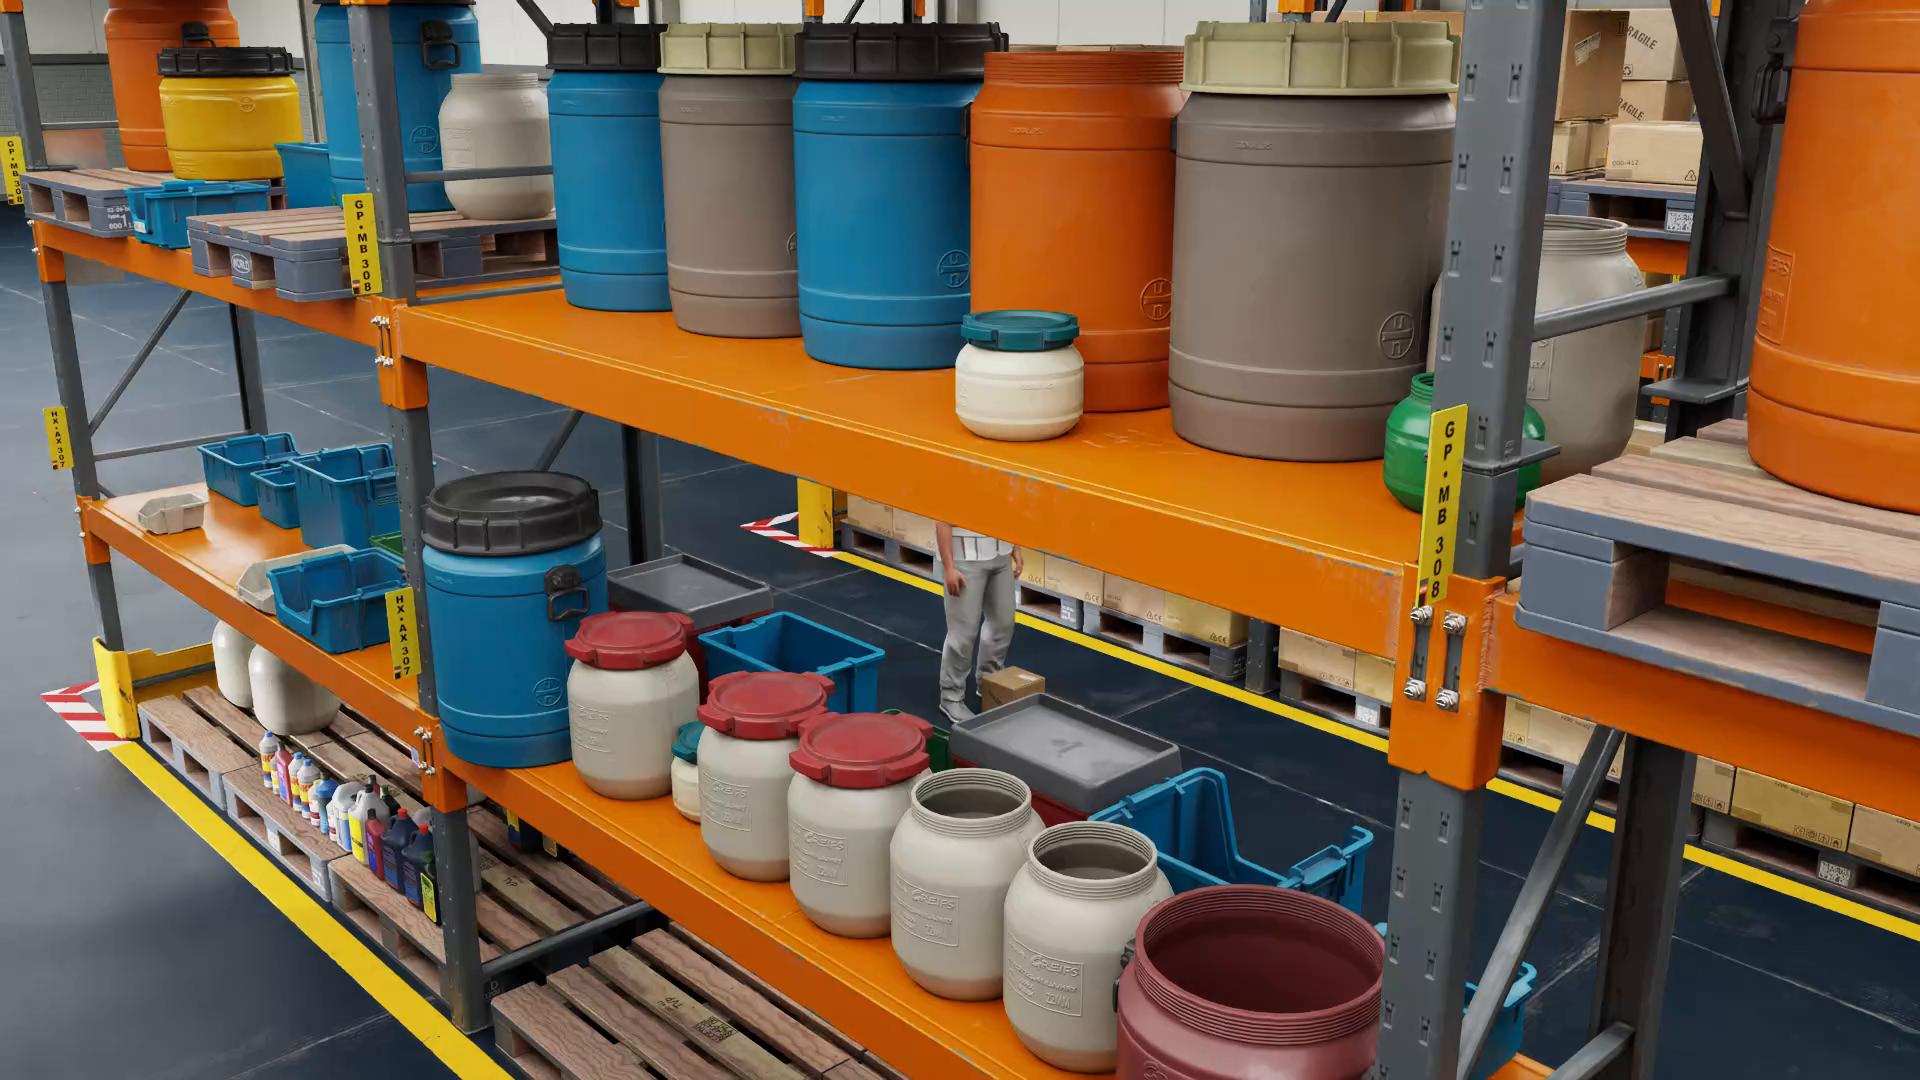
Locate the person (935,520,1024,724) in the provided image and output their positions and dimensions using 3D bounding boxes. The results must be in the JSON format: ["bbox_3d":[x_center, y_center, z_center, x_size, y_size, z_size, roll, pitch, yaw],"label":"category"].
[{"bbox_3d":[0.103,0.105,9.194,0.584,1.748,0.433,-16,23,-41],"label":"person"}]
